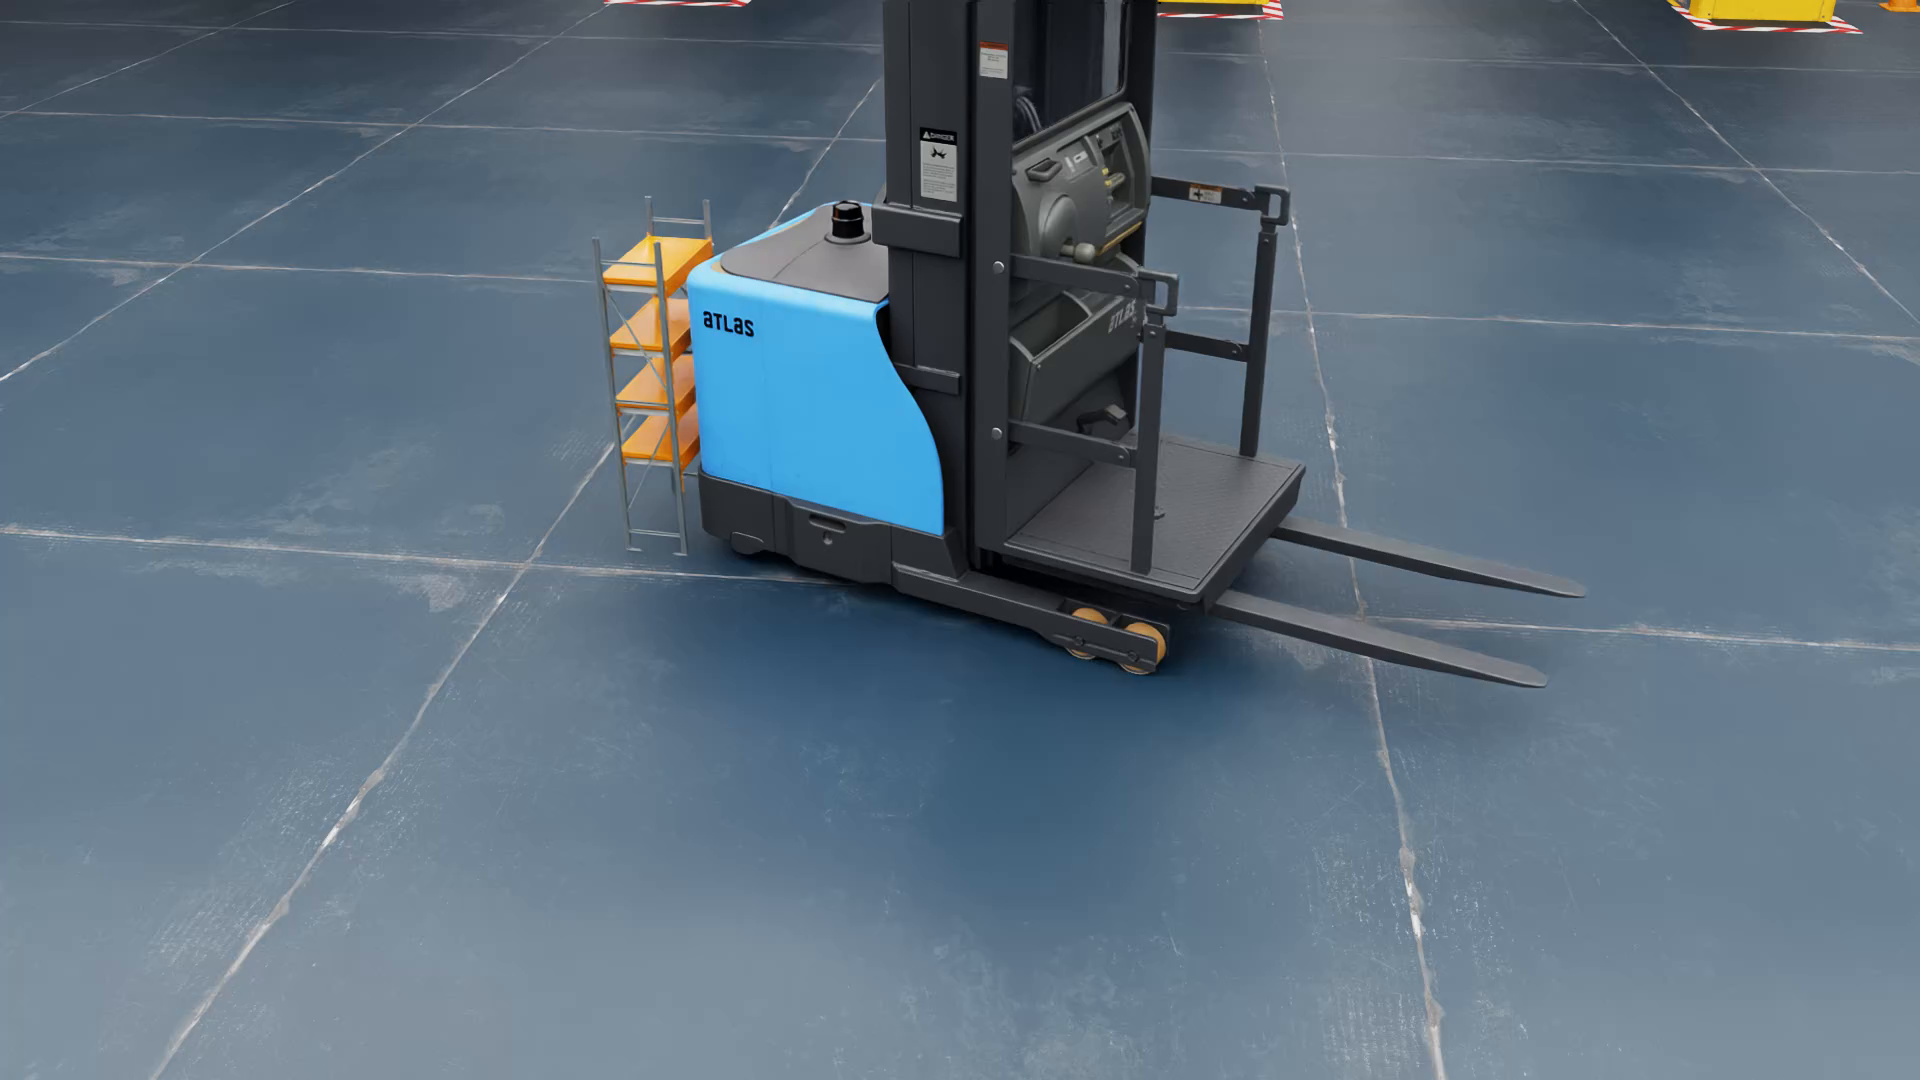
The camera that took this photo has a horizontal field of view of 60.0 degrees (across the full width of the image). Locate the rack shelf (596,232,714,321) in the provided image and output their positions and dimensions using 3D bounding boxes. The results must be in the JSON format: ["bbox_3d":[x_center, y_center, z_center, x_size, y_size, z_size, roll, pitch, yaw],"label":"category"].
[{"bbox_3d":[-1.073,-0.940,5.900,0.258,0.148,0.480,6,29,10],"label":"rack shelf"}]

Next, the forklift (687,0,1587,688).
[{"bbox_3d":[0.581,-1.139,5.274,3.031,2.935,1.130,15,32,25],"label":"forklift"}]

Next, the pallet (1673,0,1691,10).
[{"bbox_3d":[7.251,-5.220,15.717,1.003,0.211,1.213,3,28,6],"label":"pallet"}]

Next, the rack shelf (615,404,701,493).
[{"bbox_3d":[-1.073,-0.360,6.213,0.258,0.148,0.480,6,29,10],"label":"rack shelf"}]

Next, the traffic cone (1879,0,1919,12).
[{"bbox_3d":[8.705,-5.117,15.261,0.336,0.463,0.334,3,28,6],"label":"traffic cone"}]

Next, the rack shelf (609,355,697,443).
[{"bbox_3d":[-1.073,-0.534,6.119,0.258,0.148,0.480,6,29,10],"label":"rack shelf"}]

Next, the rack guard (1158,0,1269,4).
[{"bbox_3d":[2.330,-5.338,15.631,1.175,0.500,0.348,3,28,6],"label":"rack guard"}]

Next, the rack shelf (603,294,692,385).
[{"bbox_3d":[-1.073,-0.731,6.013,0.258,0.148,0.480,6,29,10],"label":"rack shelf"}]

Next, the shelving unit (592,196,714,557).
[{"bbox_3d":[-1.073,-0.594,6.087,0.258,1.200,0.503,6,29,10],"label":"shelving unit"}]

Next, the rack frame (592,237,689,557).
[{"bbox_3d":[-1.123,-0.480,5.876,0.240,1.200,0.015,6,29,10],"label":"rack frame"}]

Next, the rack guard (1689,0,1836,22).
[{"bbox_3d":[7.228,-4.955,14.920,1.175,0.500,0.348,3,28,6],"label":"rack guard"}]

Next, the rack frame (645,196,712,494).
[{"bbox_3d":[-1.023,-0.707,6.297,0.240,1.200,0.015,6,29,10],"label":"rack frame"}]
